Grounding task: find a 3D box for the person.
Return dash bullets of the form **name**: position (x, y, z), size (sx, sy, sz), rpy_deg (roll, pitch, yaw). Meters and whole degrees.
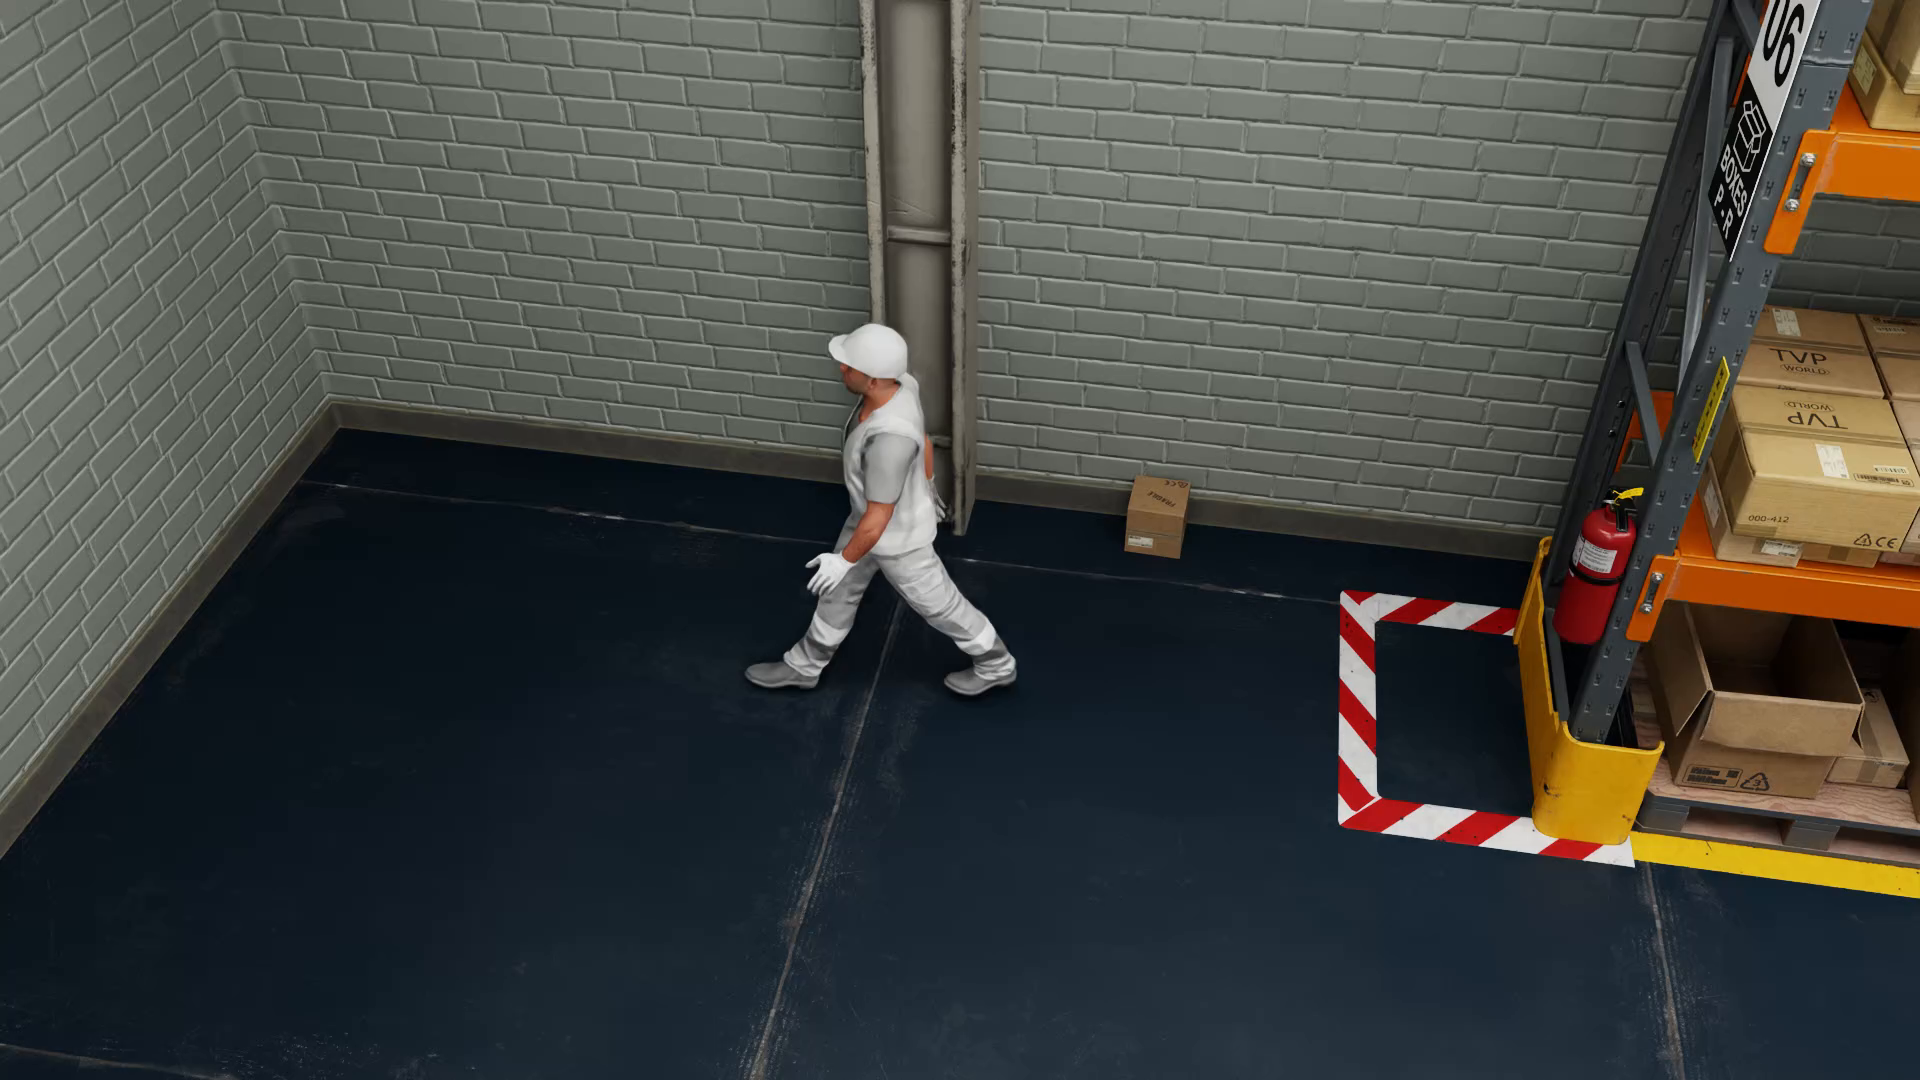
- **person**: position (-0.319, -0.036, 6.215), size (1.097, 1.679, 0.559), rpy_deg (-5, 40, -5)
